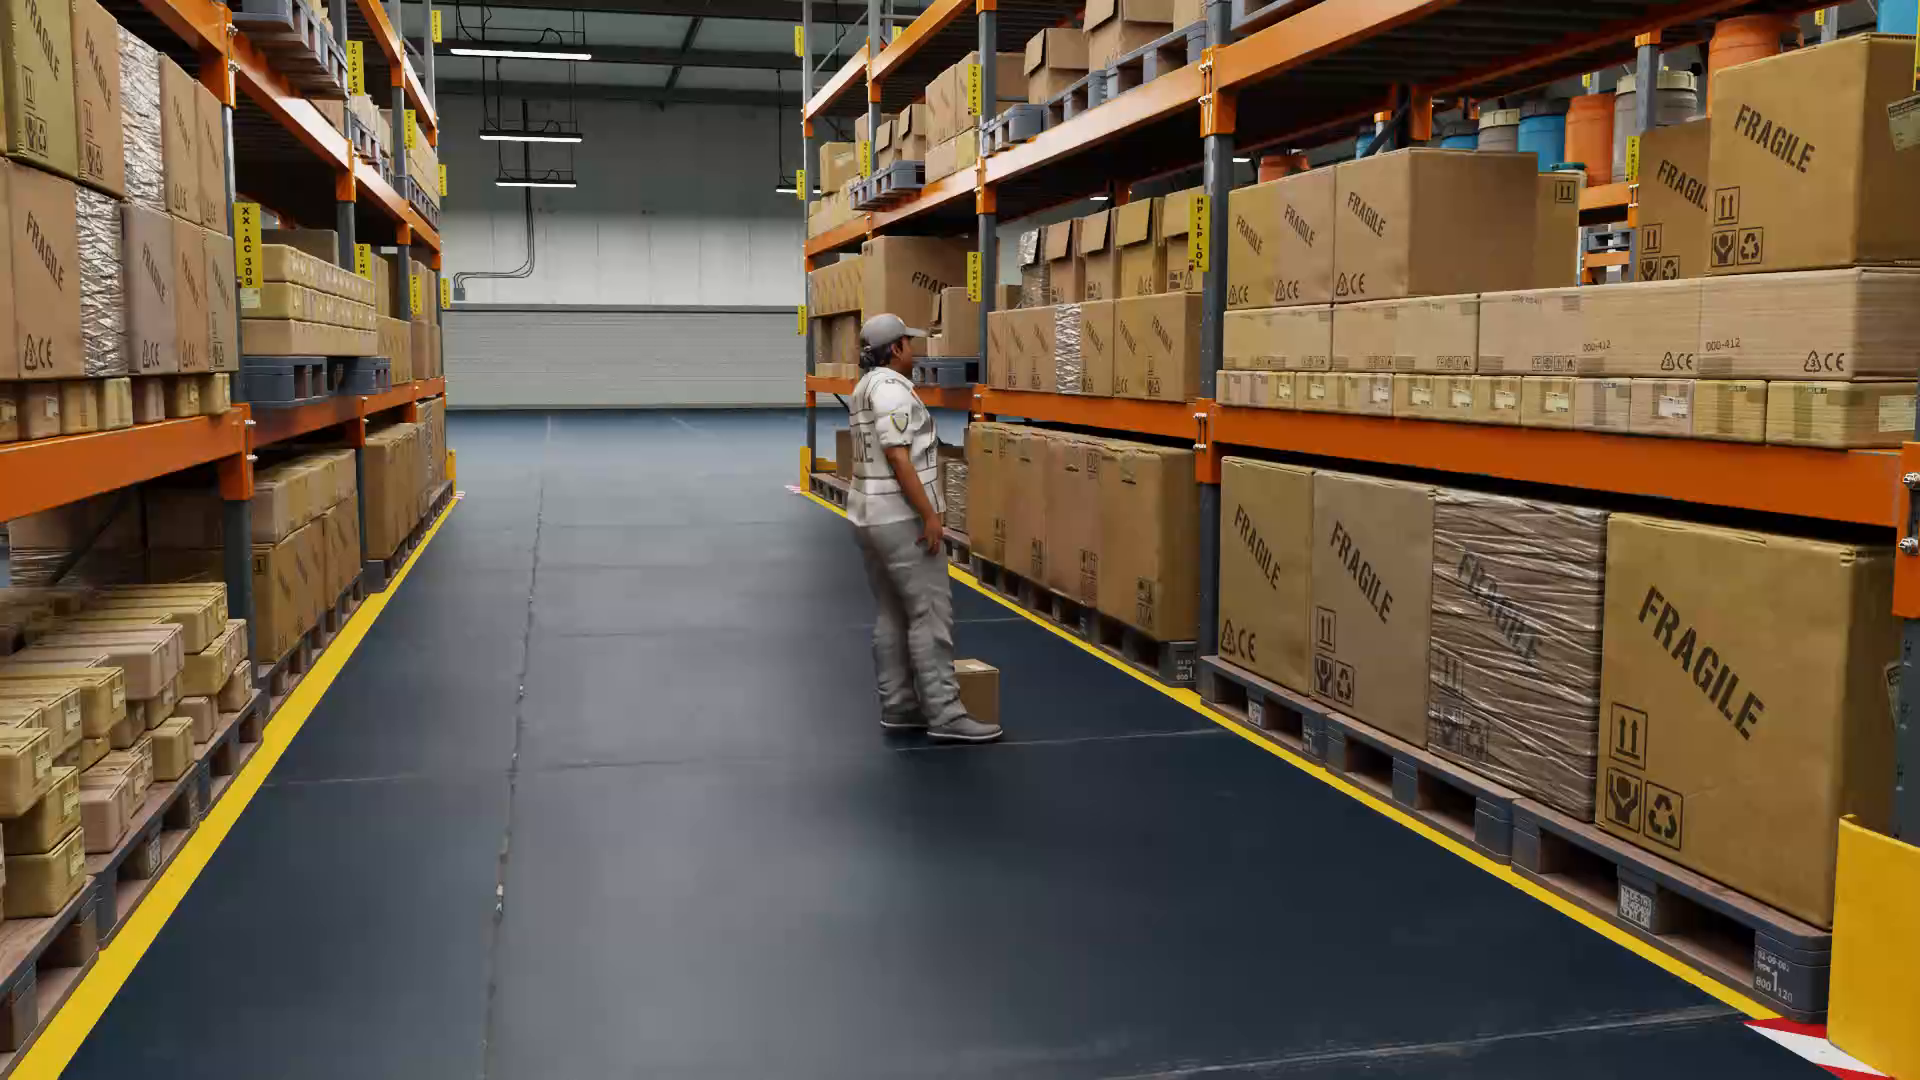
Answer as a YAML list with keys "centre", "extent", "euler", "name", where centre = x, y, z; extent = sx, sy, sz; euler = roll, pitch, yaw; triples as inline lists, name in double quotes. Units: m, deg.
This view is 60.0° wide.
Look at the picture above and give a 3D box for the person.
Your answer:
- centre: [-0.165, -0.061, 6.626]
  extent: [0.529, 1.671, 0.599]
  euler: [-2, 7, -20]
  name: "person"
